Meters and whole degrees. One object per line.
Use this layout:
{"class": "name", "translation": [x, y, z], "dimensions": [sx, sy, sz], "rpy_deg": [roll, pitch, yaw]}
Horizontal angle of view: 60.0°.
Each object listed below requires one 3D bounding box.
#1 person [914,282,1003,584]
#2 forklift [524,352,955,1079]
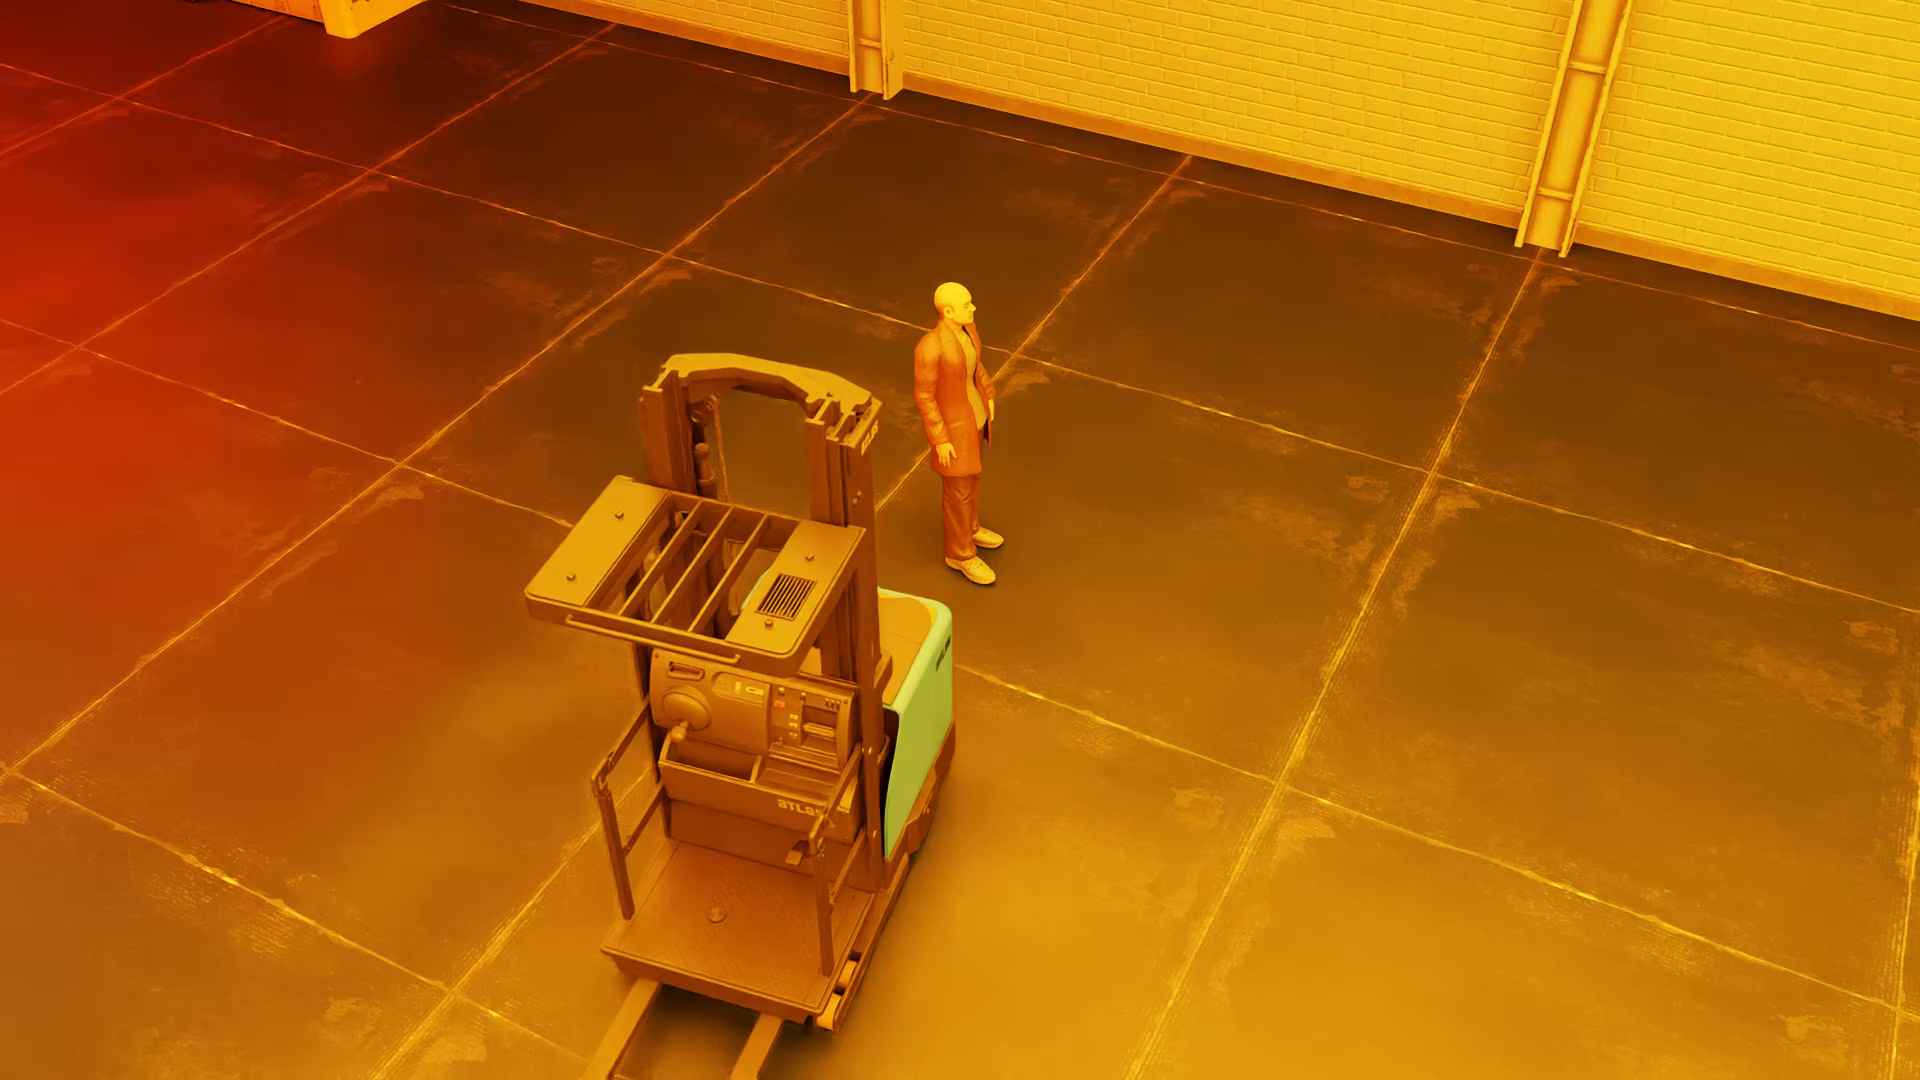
{"class": "person", "translation": [0.080, -0.656, 9.649], "dimensions": [0.579, 1.778, 0.698], "rpy_deg": [18, 43, 21]}
{"class": "forklift", "translation": [-0.972, 0.817, 7.016], "dimensions": [1.130, 2.935, 3.031], "rpy_deg": [12, 42, 14]}
